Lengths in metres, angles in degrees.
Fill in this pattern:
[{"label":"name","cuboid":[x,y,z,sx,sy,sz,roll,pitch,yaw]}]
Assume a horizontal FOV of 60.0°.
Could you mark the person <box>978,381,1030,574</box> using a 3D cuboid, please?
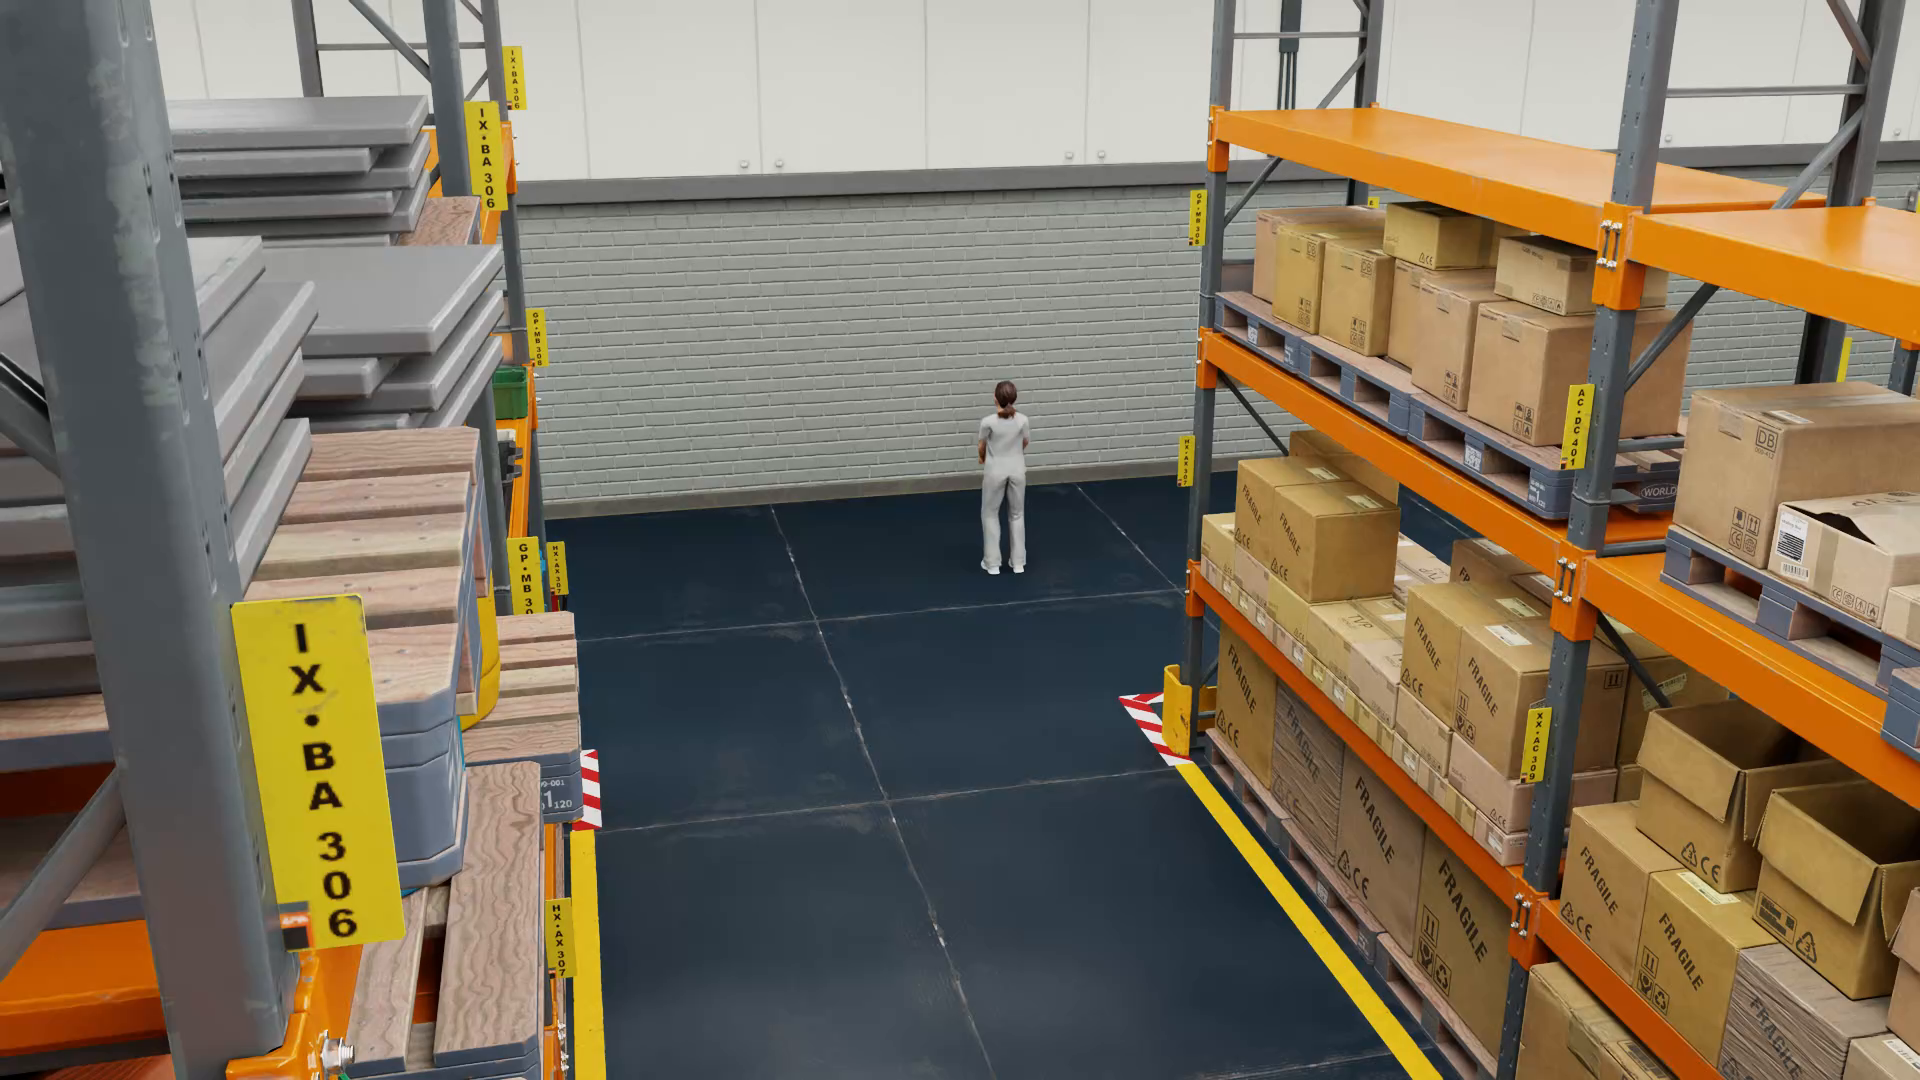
[{"label":"person","cuboid":[0.353,-0.547,13.903,0.436,1.664,0.558,-4,20,-11]}]
